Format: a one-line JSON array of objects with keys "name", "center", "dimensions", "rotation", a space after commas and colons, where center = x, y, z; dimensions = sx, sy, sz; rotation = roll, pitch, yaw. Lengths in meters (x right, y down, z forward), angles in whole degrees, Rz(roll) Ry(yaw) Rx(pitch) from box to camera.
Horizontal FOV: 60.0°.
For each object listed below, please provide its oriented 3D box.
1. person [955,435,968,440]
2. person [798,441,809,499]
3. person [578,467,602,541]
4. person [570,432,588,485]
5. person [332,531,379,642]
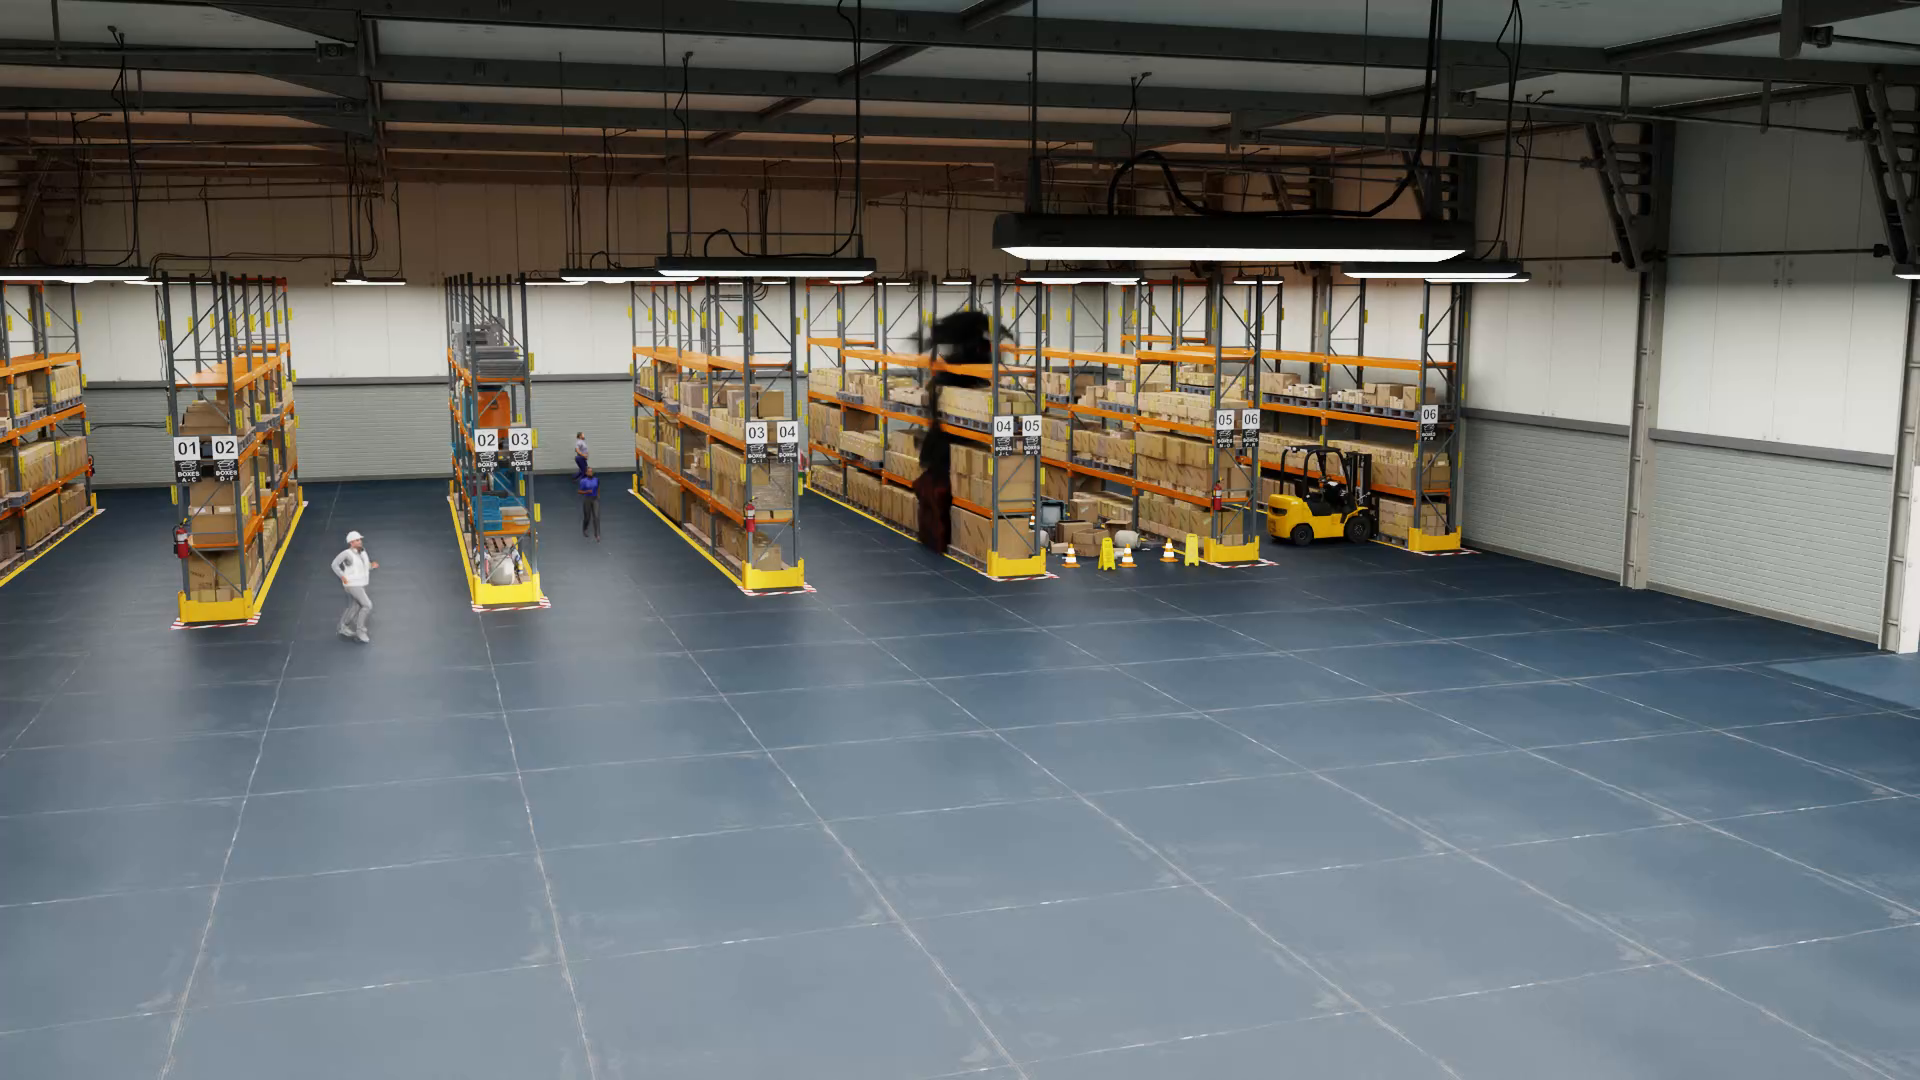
[{"name": "person", "center": [0.059, -2.893, 51.299], "dimensions": [0.900, 1.757, 0.724], "rotation": [0, 9, -2]}, {"name": "person", "center": [-4.376, -1.825, 44.366], "dimensions": [0.702, 1.742, 0.637], "rotation": [-2, 9, -14]}, {"name": "person", "center": [-8.422, -0.840, 37.932], "dimensions": [0.575, 1.657, 0.909], "rotation": [-5, 10, -28]}, {"name": "person", "center": [-10.997, -2.321, 48.095], "dimensions": [0.578, 1.618, 0.614], "rotation": [-1, 9, -7]}, {"name": "person", "center": [-9.891, 0.766, 27.280], "dimensions": [0.763, 1.838, 0.625], "rotation": [1, 9, 10]}]
